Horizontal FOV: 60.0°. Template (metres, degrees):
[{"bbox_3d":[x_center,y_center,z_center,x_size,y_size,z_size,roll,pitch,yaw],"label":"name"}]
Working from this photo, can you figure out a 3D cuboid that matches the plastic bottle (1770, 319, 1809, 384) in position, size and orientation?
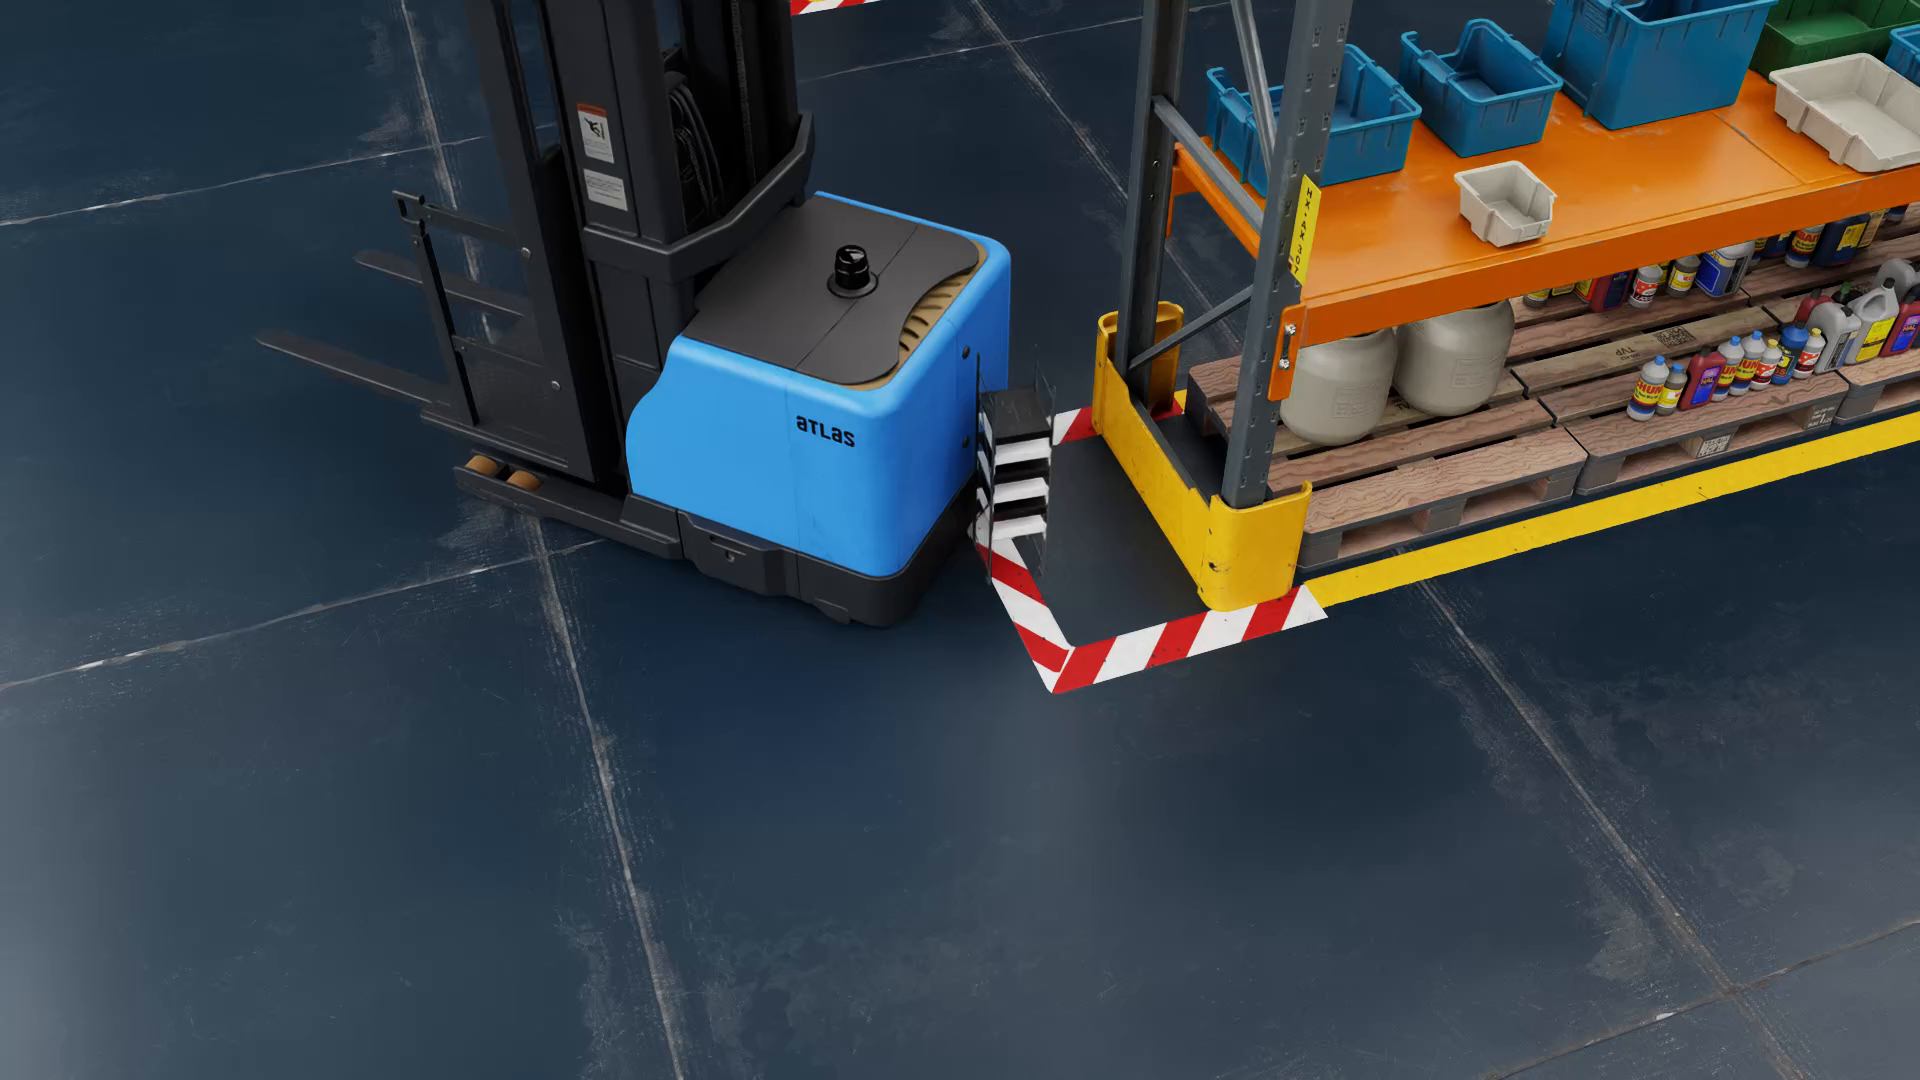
[{"bbox_3d":[3.235,-0.743,6.488,0.097,0.271,0.097,0,45,0],"label":"plastic bottle"}]

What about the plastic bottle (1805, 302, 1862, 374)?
[{"bbox_3d":[3.433,-0.815,6.557,0.135,0.276,0.152,-14,47,-13],"label":"plastic bottle"}]

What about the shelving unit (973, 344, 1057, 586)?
[{"bbox_3d":[0.183,-0.248,5.860,0.210,0.900,0.258,-10,46,-10],"label":"shelving unit"}]

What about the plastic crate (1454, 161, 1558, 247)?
[{"bbox_3d":[1.768,-1.075,5.389,0.250,0.136,0.298,-14,47,-14],"label":"plastic crate"}]

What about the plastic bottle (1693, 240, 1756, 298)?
[{"bbox_3d":[3.176,-1.165,6.905,0.135,0.276,0.152,-14,47,-14],"label":"plastic bottle"}]

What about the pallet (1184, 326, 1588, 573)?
[{"bbox_3d":[1.638,-0.424,6.523,1.213,0.211,1.003,-14,47,-14],"label":"pallet"}]

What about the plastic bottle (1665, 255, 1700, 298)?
[{"bbox_3d":[3.009,-1.116,6.910,0.097,0.201,0.097,0,45,0],"label":"plastic bottle"}]

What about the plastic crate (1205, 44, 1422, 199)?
[{"bbox_3d":[1.186,-1.434,5.667,0.616,0.251,0.499,-14,47,-14],"label":"plastic crate"}]

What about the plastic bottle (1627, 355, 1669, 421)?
[{"bbox_3d":[2.628,-0.587,6.333,0.097,0.271,0.097,0,45,0],"label":"plastic bottle"}]

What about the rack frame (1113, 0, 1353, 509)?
[{"bbox_3d":[0.817,-1.167,5.295,0.127,3.000,1.000,-14,47,-14],"label":"rack frame"}]

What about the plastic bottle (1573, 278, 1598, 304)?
[{"bbox_3d":[2.642,-1.137,6.878,0.135,0.276,0.152,-14,47,-14],"label":"plastic bottle"}]

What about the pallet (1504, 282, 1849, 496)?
[{"bbox_3d":[2.784,-0.715,6.813,1.213,0.211,1.003,-14,47,-14],"label":"pallet"}]

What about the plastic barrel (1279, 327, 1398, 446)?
[{"bbox_3d":[1.410,-0.646,6.236,0.421,0.512,0.421,0,45,0],"label":"plastic barrel"}]

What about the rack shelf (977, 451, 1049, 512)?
[{"bbox_3d":[0.182,-0.225,5.884,0.200,0.077,0.258,-10,46,-10],"label":"rack shelf"}]

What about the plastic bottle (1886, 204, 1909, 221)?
[{"bbox_3d":[4.131,-1.536,7.279,0.097,0.271,0.097,0,45,0],"label":"plastic bottle"}]

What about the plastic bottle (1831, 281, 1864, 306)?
[{"bbox_3d":[3.528,-0.917,6.653,0.133,0.283,0.061,-14,47,-14],"label":"plastic bottle"}]

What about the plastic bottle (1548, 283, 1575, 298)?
[{"bbox_3d":[2.499,-1.137,6.873,0.133,0.283,0.061,-13,47,-13],"label":"plastic bottle"}]

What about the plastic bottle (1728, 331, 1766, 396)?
[{"bbox_3d":[3.044,-0.694,6.440,0.097,0.271,0.097,0,45,0],"label":"plastic bottle"}]

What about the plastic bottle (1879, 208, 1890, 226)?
[{"bbox_3d":[4.035,-1.487,7.280,0.097,0.201,0.097,0,45,0],"label":"plastic bottle"}]

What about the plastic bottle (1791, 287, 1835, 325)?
[{"bbox_3d":[3.396,-0.889,6.625,0.133,0.283,0.061,-14,47,-14],"label":"plastic bottle"}]

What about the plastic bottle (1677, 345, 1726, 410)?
[{"bbox_3d":[2.847,-0.634,6.371,0.133,0.283,0.061,-14,47,-13],"label":"plastic bottle"}]

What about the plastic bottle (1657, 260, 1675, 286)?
[{"bbox_3d":[2.927,-1.239,6.927,0.185,0.351,0.144,-13,46,-12],"label":"plastic bottle"}]

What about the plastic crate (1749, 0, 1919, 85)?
[{"bbox_3d":[3.206,-1.916,6.191,0.662,0.188,0.450,-14,47,-14],"label":"plastic crate"}]

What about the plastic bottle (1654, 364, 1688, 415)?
[{"bbox_3d":[2.725,-0.588,6.383,0.097,0.201,0.097,0,45,0],"label":"plastic bottle"}]

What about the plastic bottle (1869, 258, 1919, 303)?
[{"bbox_3d":[3.817,-1.022,6.763,0.135,0.276,0.152,-14,47,-14],"label":"plastic bottle"}]

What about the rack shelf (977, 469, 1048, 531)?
[{"bbox_3d":[0.181,-0.161,5.947,0.200,0.077,0.258,-10,46,-10],"label":"rack shelf"}]

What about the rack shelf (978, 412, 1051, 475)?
[{"bbox_3d":[0.184,-0.352,5.757,0.200,0.077,0.258,-10,46,-10],"label":"rack shelf"}]

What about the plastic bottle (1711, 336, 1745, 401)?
[{"bbox_3d":[2.950,-0.670,6.416,0.097,0.271,0.097,0,45,0],"label":"plastic bottle"}]

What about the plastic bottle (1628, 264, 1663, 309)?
[{"bbox_3d":[2.832,-1.065,6.859,0.097,0.201,0.097,0,45,0],"label":"plastic bottle"}]

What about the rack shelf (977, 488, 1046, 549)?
[{"bbox_3d":[0.180,-0.097,6.011,0.200,0.077,0.258,-10,46,-10],"label":"rack shelf"}]

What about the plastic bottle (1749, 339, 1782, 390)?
[{"bbox_3d":[3.138,-0.693,6.488,0.097,0.201,0.097,0,45,0],"label":"plastic bottle"}]

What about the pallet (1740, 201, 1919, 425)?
[{"bbox_3d":[3.933,-1.011,7.108,1.213,0.211,1.003,-14,47,-14],"label":"pallet"}]

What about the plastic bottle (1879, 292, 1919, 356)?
[{"bbox_3d":[3.752,-0.865,6.602,0.133,0.283,0.061,-11,46,-11],"label":"plastic bottle"}]

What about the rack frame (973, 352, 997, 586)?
[{"bbox_3d":[0.084,-0.231,5.842,0.006,0.900,0.240,-10,46,-10],"label":"rack frame"}]

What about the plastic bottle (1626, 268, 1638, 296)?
[{"bbox_3d":[2.772,-1.170,6.911,0.135,0.276,0.152,-16,47,-15],"label":"plastic bottle"}]

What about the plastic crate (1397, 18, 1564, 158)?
[{"bbox_3d":[1.799,-1.586,5.818,0.408,0.251,0.499,-14,47,-14],"label":"plastic crate"}]

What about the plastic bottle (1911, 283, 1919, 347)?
[{"bbox_3d":[3.891,-0.956,6.645,0.185,0.351,0.144,-17,47,-16],"label":"plastic bottle"}]

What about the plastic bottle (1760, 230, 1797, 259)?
[{"bbox_3d":[3.501,-1.386,7.073,0.185,0.351,0.144,-16,47,-16],"label":"plastic bottle"}]

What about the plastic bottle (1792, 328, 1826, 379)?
[{"bbox_3d":[3.331,-0.743,6.537,0.097,0.201,0.097,0,45,0],"label":"plastic bottle"}]

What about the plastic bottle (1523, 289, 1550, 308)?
[{"bbox_3d":[2.395,-1.068,6.862,0.097,0.201,0.097,0,45,0],"label":"plastic bottle"}]

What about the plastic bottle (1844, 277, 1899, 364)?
[{"bbox_3d":[3.587,-0.878,6.567,0.185,0.351,0.144,-15,47,-14],"label":"plastic bottle"}]

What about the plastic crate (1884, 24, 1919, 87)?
[{"bbox_3d":[3.630,-1.629,5.861,0.616,0.251,0.499,-14,47,-14],"label":"plastic crate"}]

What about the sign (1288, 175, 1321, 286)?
[{"bbox_3d":[0.999,-0.897,4.831,0.005,0.325,0.100,-14,47,-14],"label":"sign"}]

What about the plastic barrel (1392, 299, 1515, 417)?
[{"bbox_3d":[1.881,-0.767,6.356,0.421,0.512,0.421,0,45,0],"label":"plastic barrel"}]

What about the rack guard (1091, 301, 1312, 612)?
[{"bbox_3d":[0.872,-0.334,6.230,0.348,0.500,1.175,-14,47,-14],"label":"rack guard"}]

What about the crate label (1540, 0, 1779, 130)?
[{"bbox_3d":[2.456,-1.802,5.903,0.616,0.435,0.502,-14,47,-14],"label":"crate label"}]

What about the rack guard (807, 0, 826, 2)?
[{"bbox_3d":[-0.884,-3.580,9.465,0.348,0.500,1.175,-14,47,-14],"label":"rack guard"}]

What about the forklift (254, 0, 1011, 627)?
[{"bbox_3d":[-1.364,-1.452,5.628,3.031,2.935,1.130,19,48,18],"label":"forklift"}]

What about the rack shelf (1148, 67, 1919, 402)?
[{"bbox_3d":[2.698,-1.394,6.029,4.000,0.370,1.077,-14,47,-14],"label":"rack shelf"}]

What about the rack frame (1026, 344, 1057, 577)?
[{"bbox_3d":[0.281,-0.265,5.879,0.006,0.900,0.240,-10,46,-10],"label":"rack frame"}]

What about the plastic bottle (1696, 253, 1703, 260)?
[{"bbox_3d":[3.102,-1.284,6.971,0.185,0.351,0.144,-15,47,-14],"label":"plastic bottle"}]

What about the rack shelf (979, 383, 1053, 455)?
[{"bbox_3d":[0.185,-0.416,5.693,0.200,0.077,0.258,-10,46,-10],"label":"rack shelf"}]

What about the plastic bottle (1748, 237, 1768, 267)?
[{"bbox_3d":[3.376,-1.298,7.041,0.097,0.271,0.097,0,45,0],"label":"plastic bottle"}]

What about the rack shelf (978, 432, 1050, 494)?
[{"bbox_3d":[0.183,-0.288,5.820,0.200,0.077,0.258,-10,46,-10],"label":"rack shelf"}]

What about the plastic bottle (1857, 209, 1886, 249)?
[{"bbox_3d":[3.872,-1.374,7.109,0.133,0.283,0.061,-14,47,-14],"label":"plastic bottle"}]

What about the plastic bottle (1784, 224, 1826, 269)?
[{"bbox_3d":[3.584,-1.288,7.032,0.097,0.271,0.097,0,45,0],"label":"plastic bottle"}]

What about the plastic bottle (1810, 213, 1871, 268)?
[{"bbox_3d":[3.728,-1.335,7.023,0.185,0.351,0.144,-14,47,-14],"label":"plastic bottle"}]

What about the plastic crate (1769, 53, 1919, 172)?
[{"bbox_3d":[3.138,-1.477,5.790,0.437,0.136,0.530,-14,47,-14],"label":"plastic crate"}]

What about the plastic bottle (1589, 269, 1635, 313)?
[{"bbox_3d":[2.678,-1.069,6.804,0.133,0.283,0.061,-14,47,-14],"label":"plastic bottle"}]
